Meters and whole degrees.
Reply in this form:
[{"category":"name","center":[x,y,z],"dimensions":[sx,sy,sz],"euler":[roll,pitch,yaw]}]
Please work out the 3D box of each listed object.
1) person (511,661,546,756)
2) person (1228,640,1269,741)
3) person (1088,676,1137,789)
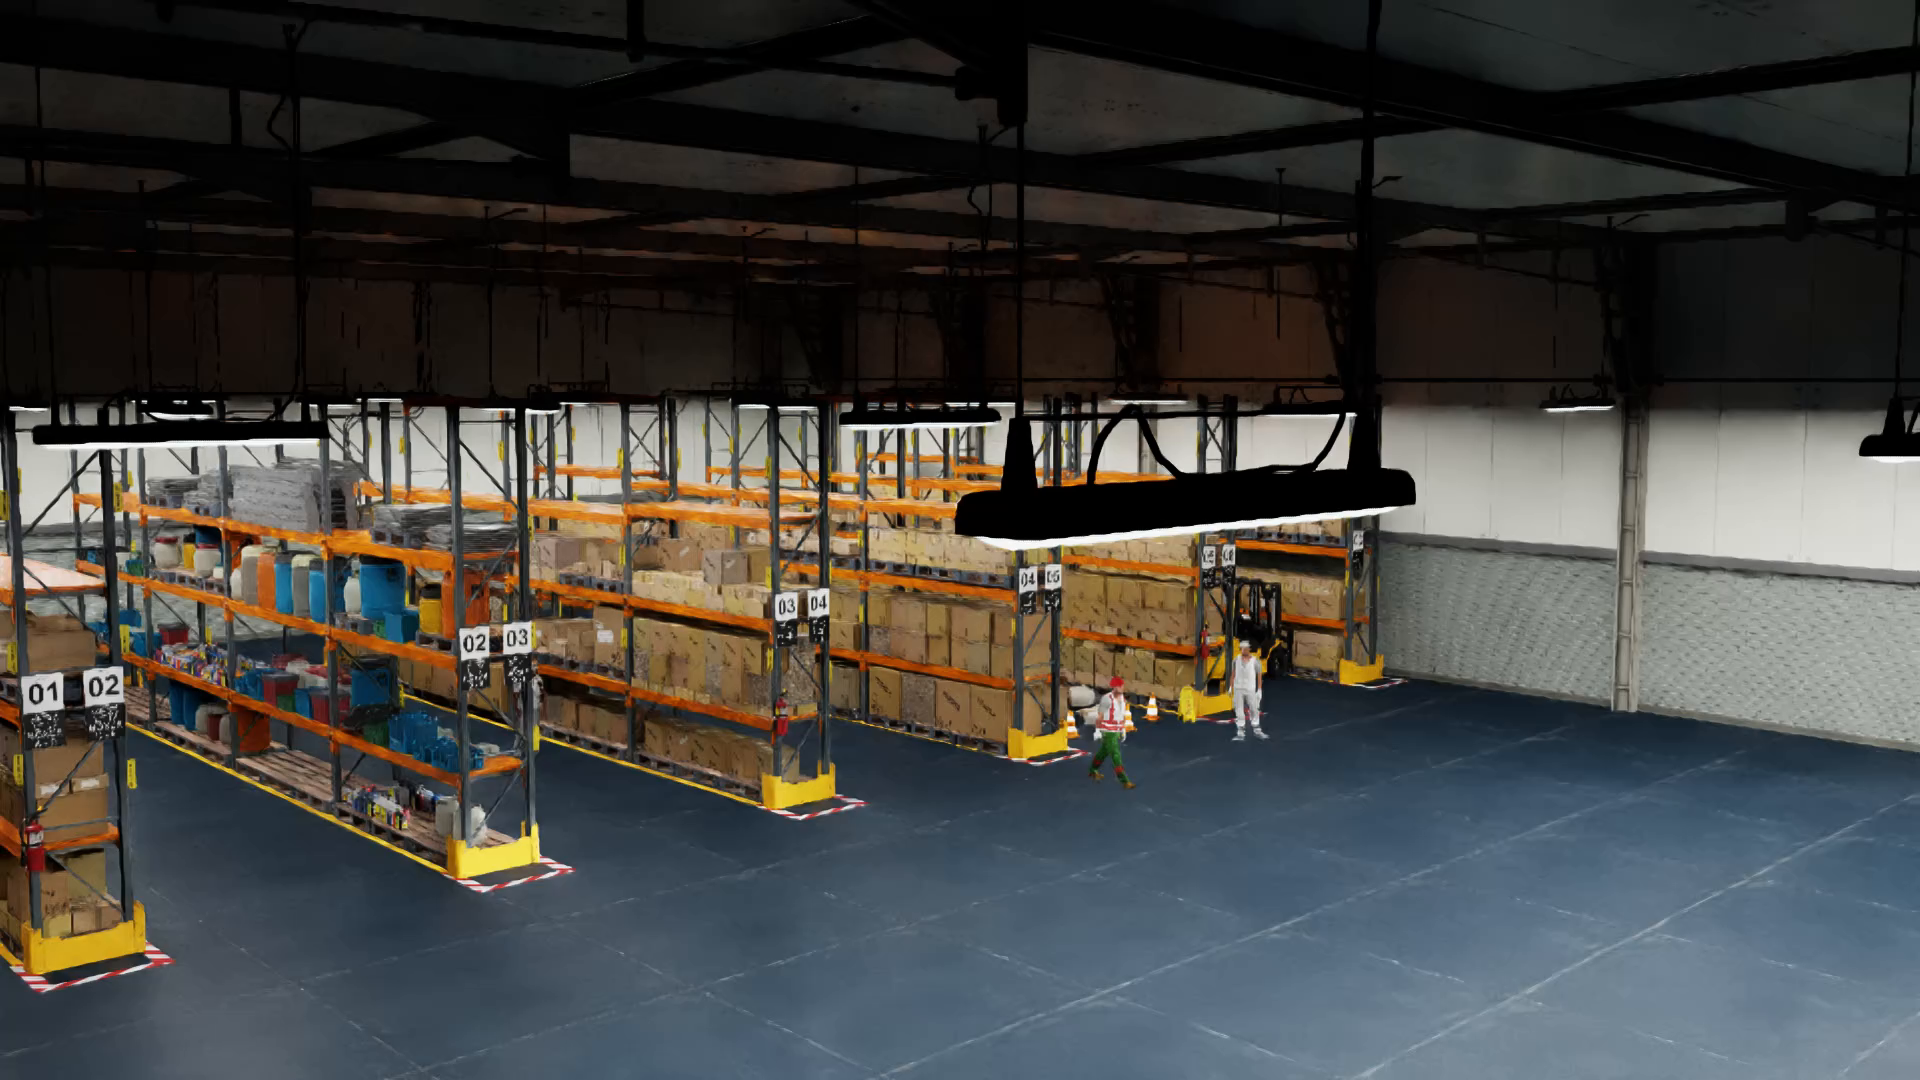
[{"category":"person","center":[-7.261,2.823,27.994],"dimensions":[0.592,1.629,0.532],"euler":[-5,8,-45]},{"category":"person","center":[5.033,2.629,29.206],"dimensions":[0.659,1.788,0.474],"euler":[2,6,17]},{"category":"person","center":[2.411,2.962,25.903],"dimensions":[1.128,1.709,0.549],"euler":[5,8,44]}]
